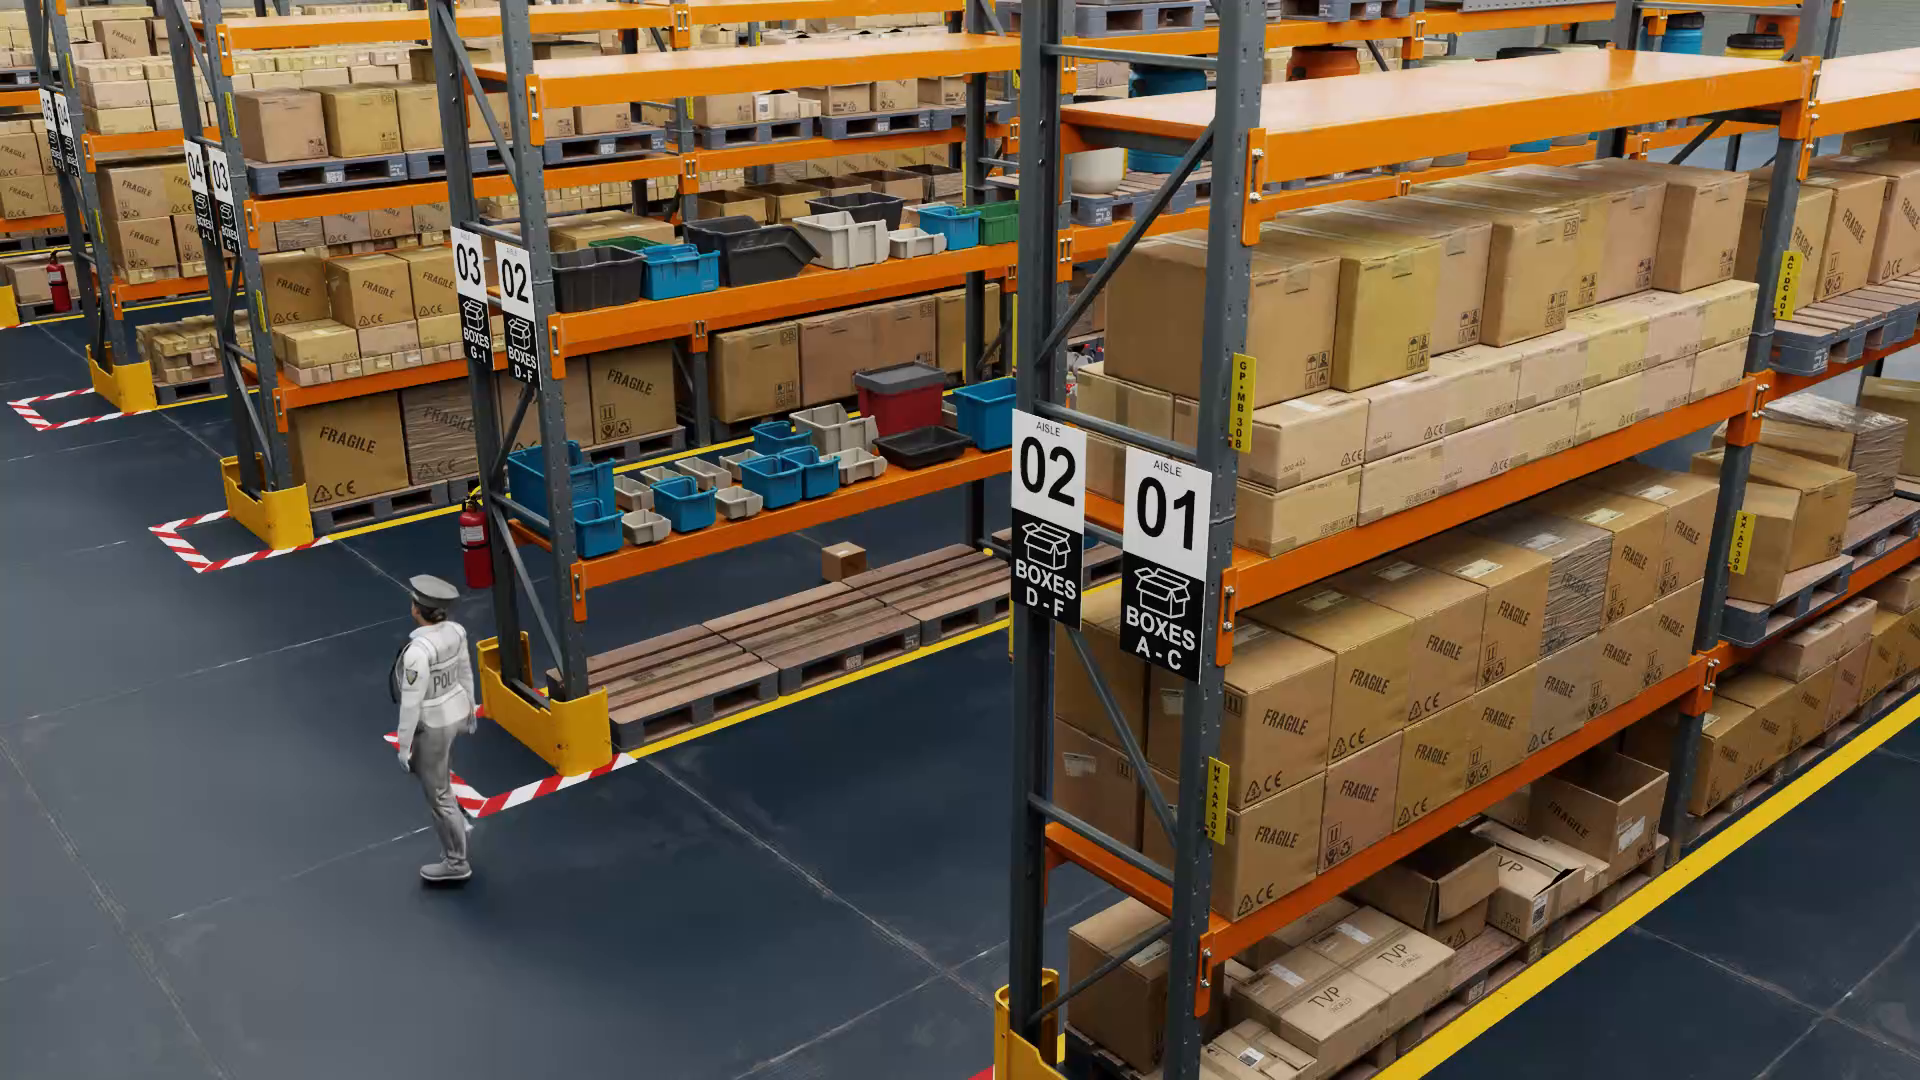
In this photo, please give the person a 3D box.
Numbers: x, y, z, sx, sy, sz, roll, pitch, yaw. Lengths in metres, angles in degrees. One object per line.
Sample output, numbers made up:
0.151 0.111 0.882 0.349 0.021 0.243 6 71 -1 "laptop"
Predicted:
-2.843 0.998 8.927 0.454 1.662 0.581 5 22 13 "person"
